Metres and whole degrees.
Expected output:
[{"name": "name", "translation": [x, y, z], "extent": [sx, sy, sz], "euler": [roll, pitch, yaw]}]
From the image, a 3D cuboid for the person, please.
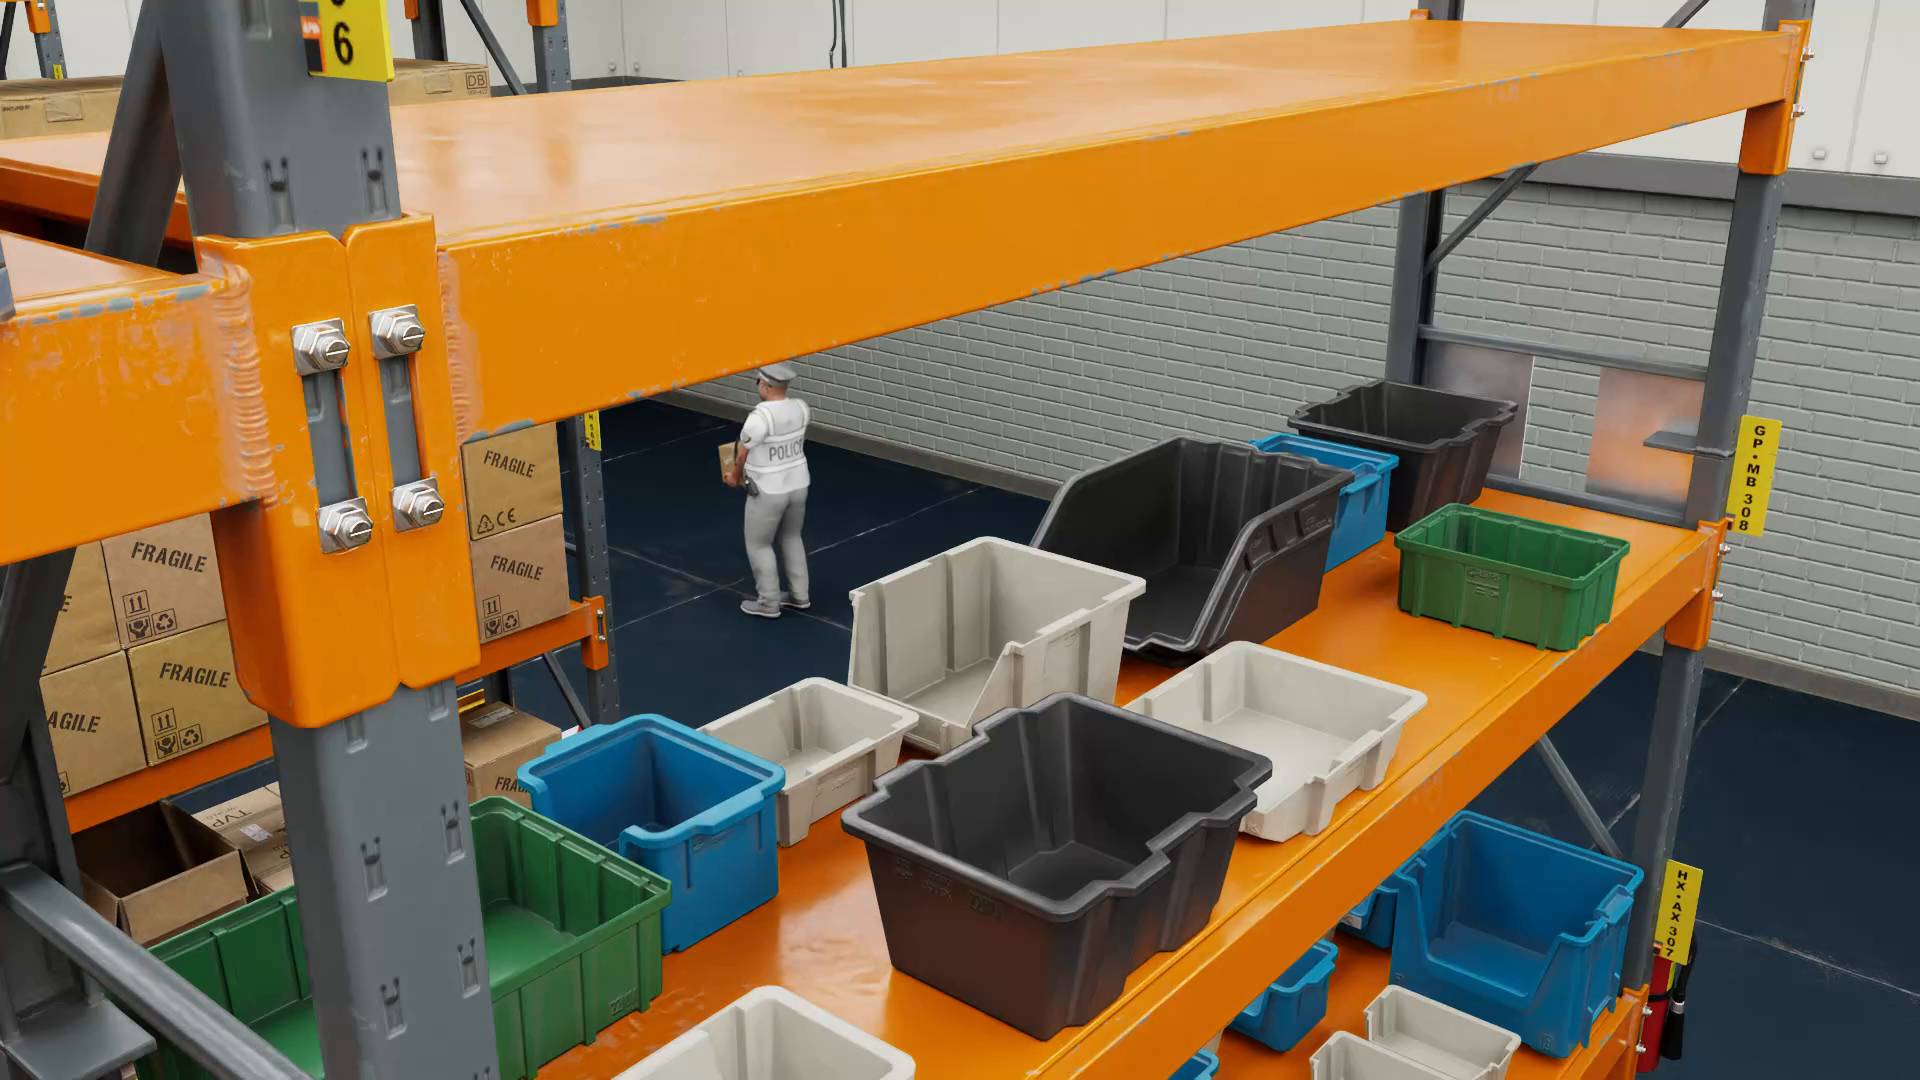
[{"name": "person", "translation": [-1.289, -0.358, 11.025], "extent": [0.564, 1.769, 0.493], "euler": [16, 26, 37]}]
